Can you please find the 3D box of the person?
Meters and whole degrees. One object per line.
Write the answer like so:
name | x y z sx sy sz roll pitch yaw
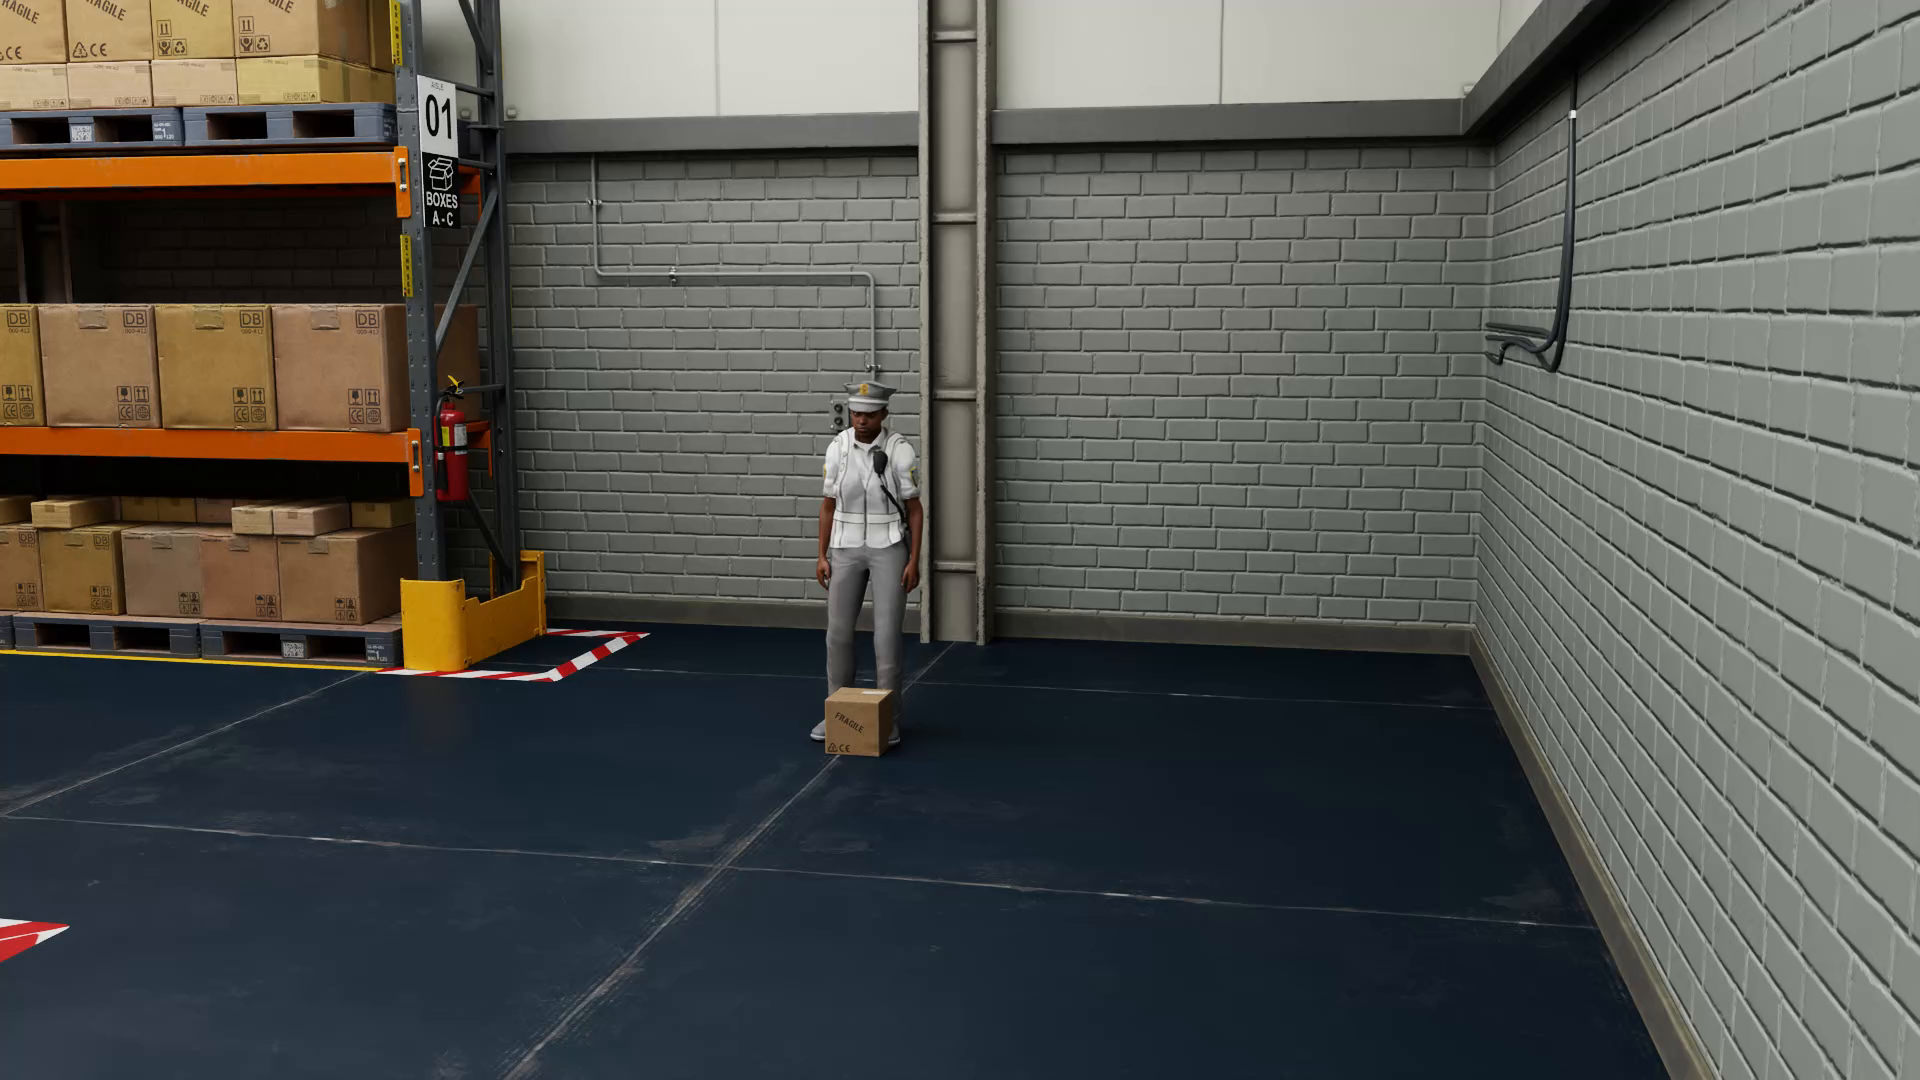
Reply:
person | -0.426 0.095 7.650 0.508 1.659 0.415 2 8 11
